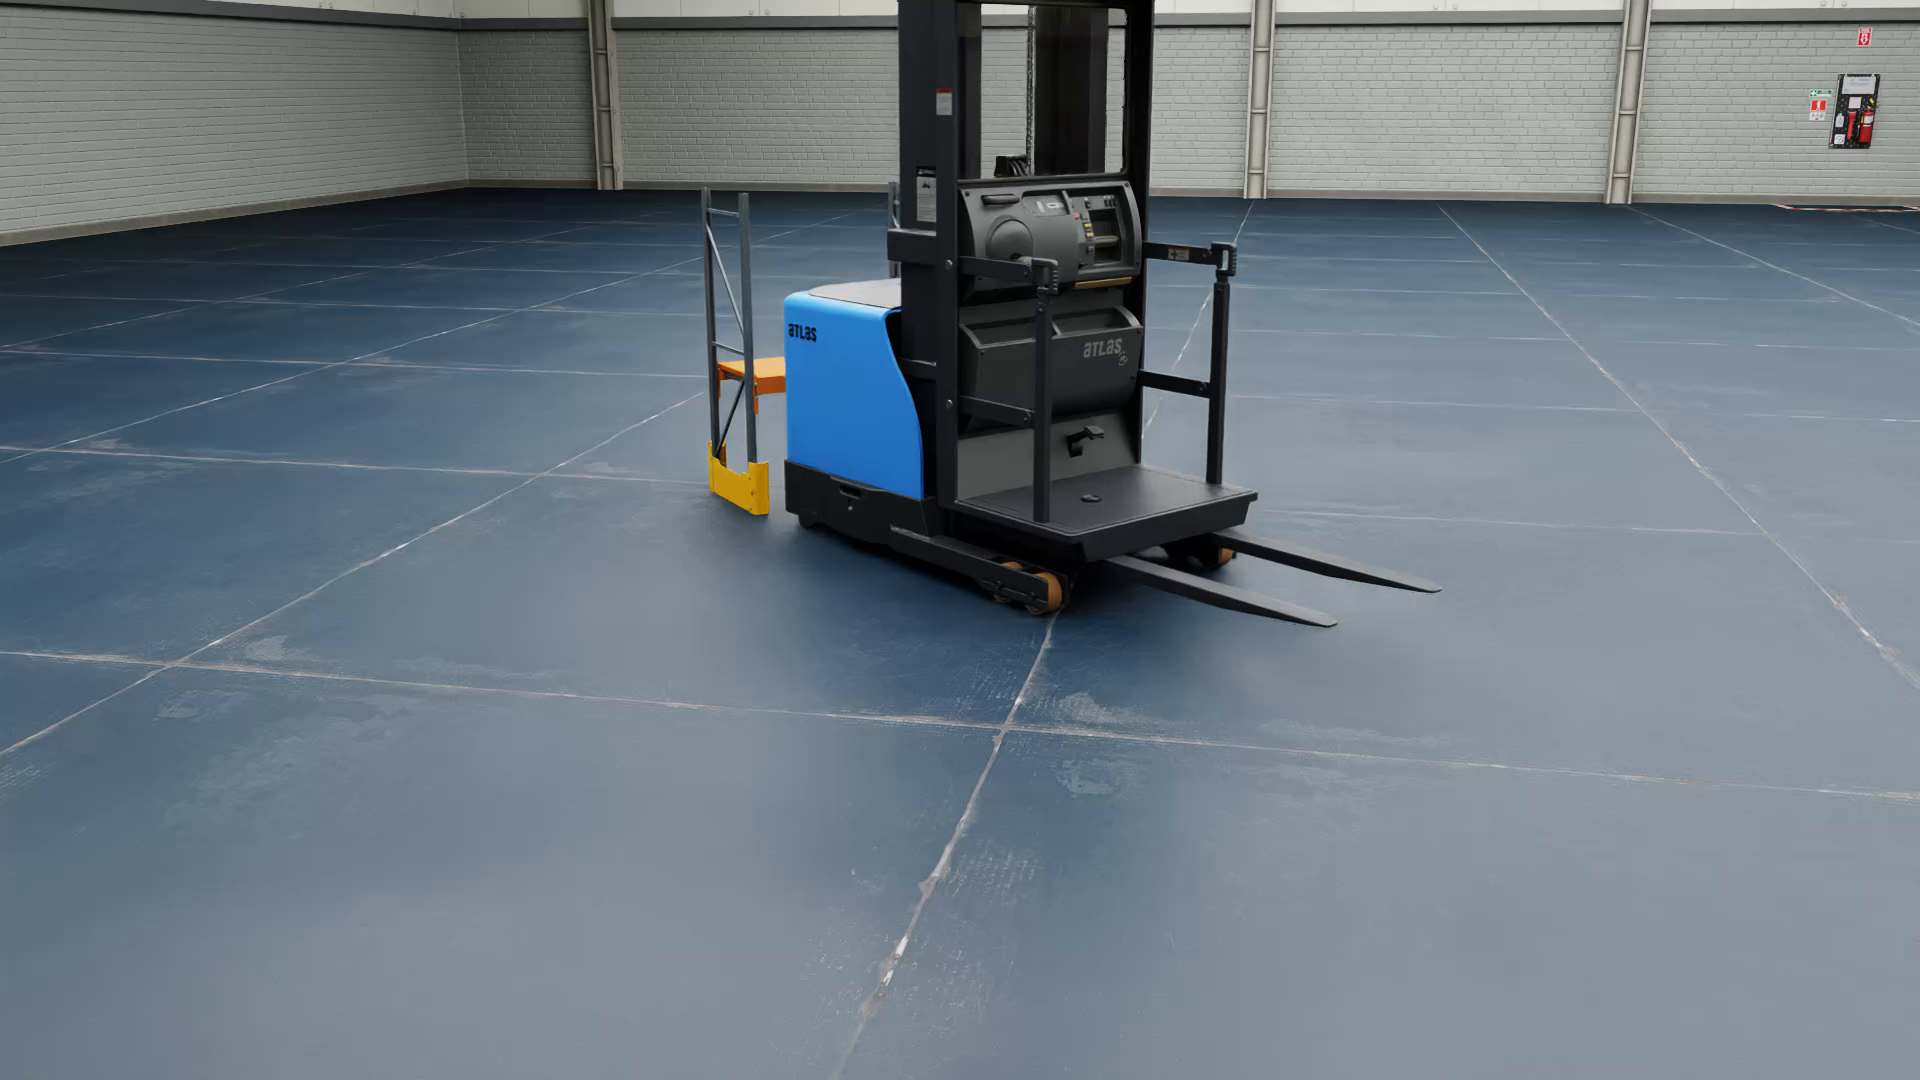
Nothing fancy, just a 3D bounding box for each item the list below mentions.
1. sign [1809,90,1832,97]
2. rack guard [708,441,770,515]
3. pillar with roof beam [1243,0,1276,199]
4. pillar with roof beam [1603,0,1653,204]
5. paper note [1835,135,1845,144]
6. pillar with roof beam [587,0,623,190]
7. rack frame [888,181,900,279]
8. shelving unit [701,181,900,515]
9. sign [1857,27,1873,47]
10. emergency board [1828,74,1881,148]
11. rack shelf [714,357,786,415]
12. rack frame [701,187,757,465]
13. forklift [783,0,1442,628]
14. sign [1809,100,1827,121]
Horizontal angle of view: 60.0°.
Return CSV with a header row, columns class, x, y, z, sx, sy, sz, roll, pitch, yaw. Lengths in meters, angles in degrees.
class,x,y,z,sx,sy,sz,roll,pitch,yaw
sign,13.990,-7.260,27.024,0.331,0.109,0.001,3,16,11
rack guard,-1.086,-0.311,8.147,0.087,0.250,0.587,-9,18,-29
pillar with roof beam,4.305,-9.196,23.832,0.400,9.000,9.100,3,16,11
pillar with roof beam,10.185,-8.877,22.680,0.400,9.000,9.100,3,16,11
paper note,14.349,-6.537,27.122,0.142,0.148,0.016,3,16,11
pillar with roof beam,-7.454,-9.834,26.137,0.400,9.000,9.100,3,16,11
rack frame,-0.226,-1.048,8.467,0.032,1.500,0.500,-9,18,-29
shelving unit,-0.657,-0.981,8.223,1.083,1.500,0.587,-9,18,-29
sign,14.520,-8.078,26.691,0.199,0.298,0.001,3,16,11
emergency board,14.508,-6.934,26.905,0.643,1.169,0.194,3,16,11
rack shelf,-0.665,-0.806,8.267,1.000,0.185,0.538,-9,18,-29
rack frame,-1.103,-0.911,7.971,0.032,1.500,0.500,-9,18,-29
forklift,0.519,-1.273,6.598,1.130,2.935,3.031,-13,20,-38
sign,13.987,-7.008,27.104,0.234,0.329,0.001,3,16,11
